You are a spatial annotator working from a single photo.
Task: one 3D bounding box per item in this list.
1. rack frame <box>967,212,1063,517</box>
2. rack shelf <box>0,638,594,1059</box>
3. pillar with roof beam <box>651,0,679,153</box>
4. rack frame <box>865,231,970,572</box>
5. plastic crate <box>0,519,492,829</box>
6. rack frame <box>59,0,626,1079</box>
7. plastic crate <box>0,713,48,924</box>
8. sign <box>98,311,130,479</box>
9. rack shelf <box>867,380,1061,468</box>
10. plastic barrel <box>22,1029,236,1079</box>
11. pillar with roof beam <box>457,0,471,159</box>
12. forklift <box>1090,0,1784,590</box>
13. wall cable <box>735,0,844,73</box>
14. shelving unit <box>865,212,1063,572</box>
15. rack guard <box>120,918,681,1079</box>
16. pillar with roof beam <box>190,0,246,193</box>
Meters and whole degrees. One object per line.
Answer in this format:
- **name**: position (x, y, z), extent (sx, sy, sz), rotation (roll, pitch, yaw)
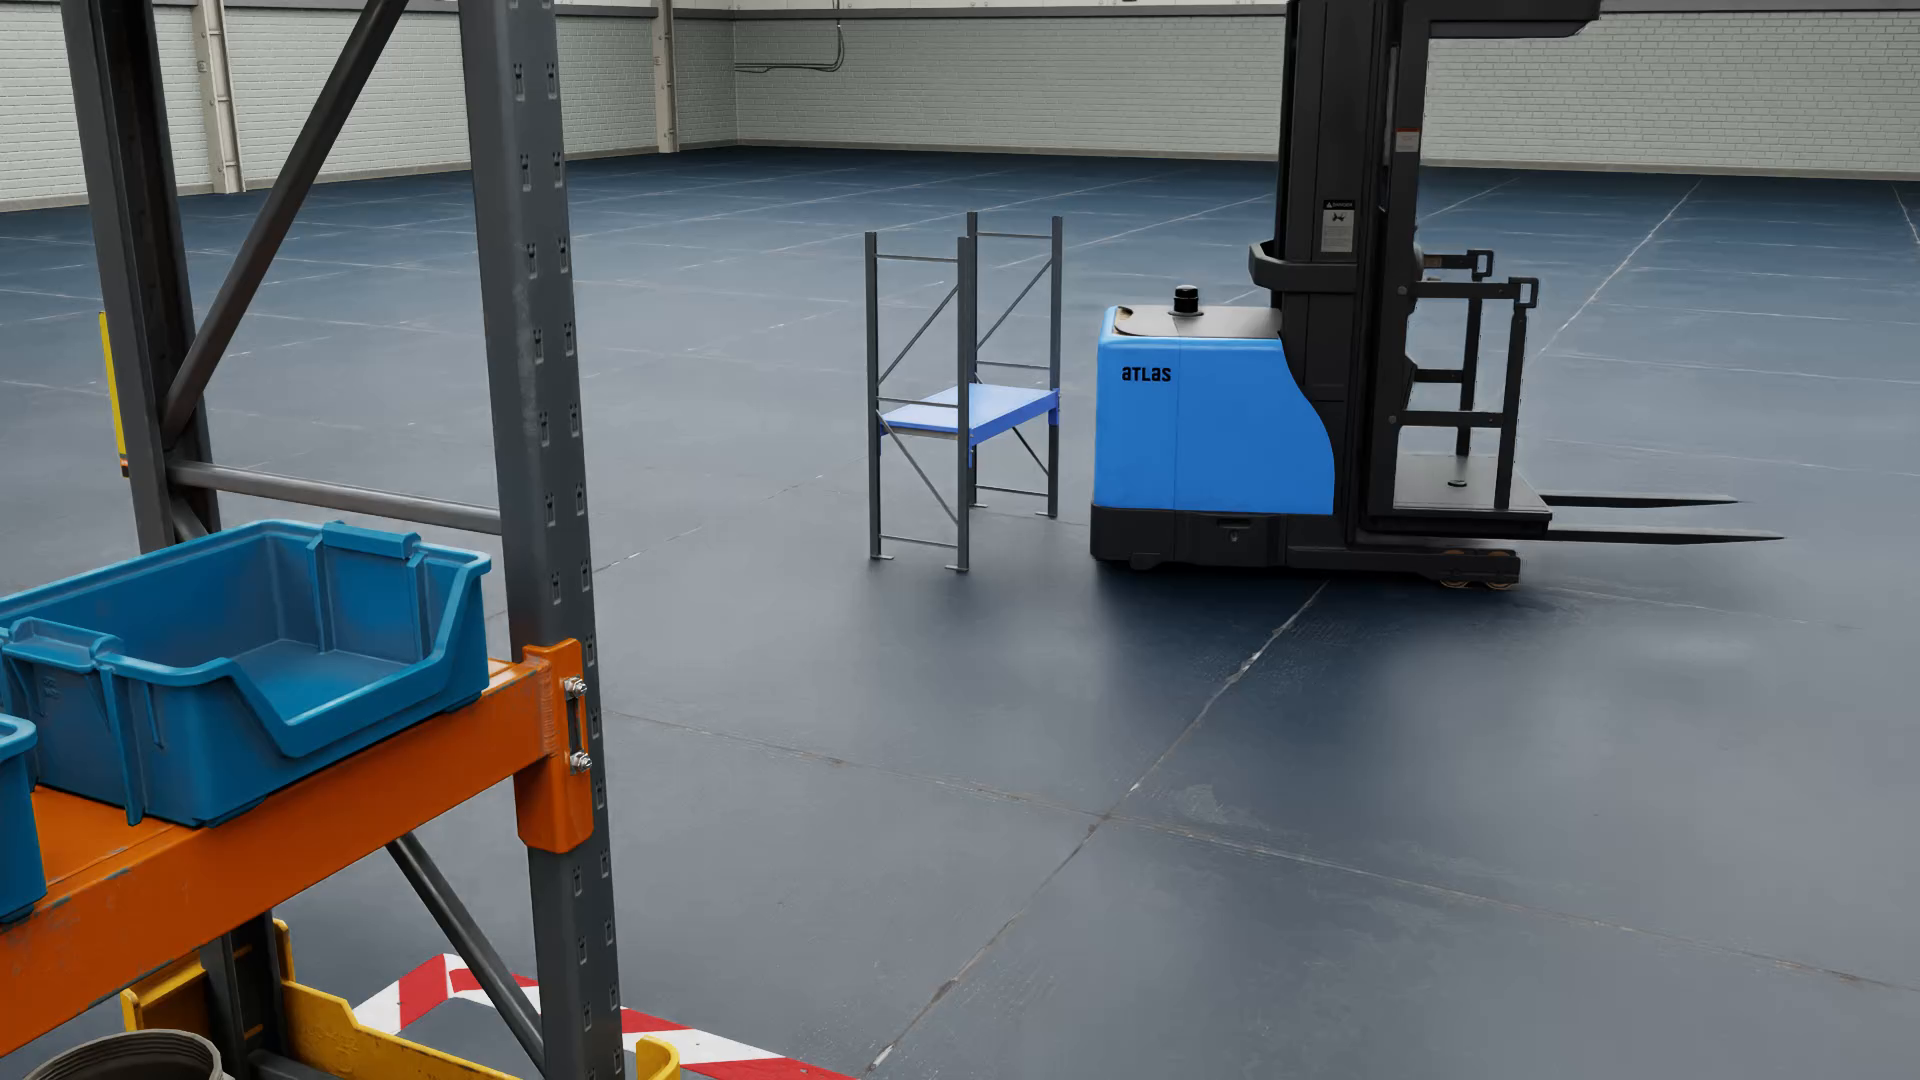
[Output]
- **rack frame**: position (0.265, -0.870, 8.320), extent (0.500, 1.500, 0.032), rotation (8, 18, 25)
- **rack shelf**: position (-1.996, 0.786, 1.374), extent (1.077, 0.370, 4.000), rotation (8, 18, 25)
- **pillar with roof beam**: position (-2.702, -12.497, 34.295), extent (9.100, 9.000, 0.400), rotation (8, 18, 25)
- **rack frame**: position (-0.189, -0.611, 7.448), extent (0.500, 1.500, 0.032), rotation (8, 18, 25)
- **plastic crate**: position (-1.058, 0.168, 2.451), extent (0.499, 0.251, 0.616), rotation (8, 18, 25)
- **rack frame**: position (-1.105, -0.069, 2.988), extent (0.949, 2.616, 0.053), rotation (8, 18, 25)
- **plastic crate**: position (-1.353, 0.333, 1.896), extent (0.499, 0.251, 0.408), rotation (8, 18, 25)
- **sign**: position (-1.592, -0.272, 3.187), extent (0.100, 0.325, 0.005), rotation (8, 18, 25)
- **rack shelf**: position (0.038, -0.568, 7.935), extent (0.538, 0.185, 1.000), rotation (8, 18, 25)
- **plastic barrel**: position (-1.328, 1.100, 2.684), extent (0.421, 0.512, 0.421), rotation (0, 17, 0)
- **pillar with roof beam**: position (-5.383, -10.969, 29.149), extent (9.100, 9.000, 0.400), rotation (8, 18, 25)
- **forklift**: position (2.146, -1.347, 7.411), extent (3.031, 2.935, 1.130), rotation (2, 17, 6)
- **wall cable**: position (-4.054, -12.138, 38.541), extent (3.097, 2.526, 0.112), rotation (8, 18, 25)
- **shelving unit**: position (0.038, -0.741, 7.884), extent (0.538, 1.500, 1.048), rotation (8, 18, 25)
- **rack guard**: position (-1.094, 1.155, 3.258), extent (1.175, 0.500, 0.348), rotation (8, 18, 25)
- **pillar with roof beam**: position (-8.064, -9.440, 24.004), extent (9.100, 9.000, 0.400), rotation (8, 18, 25)
